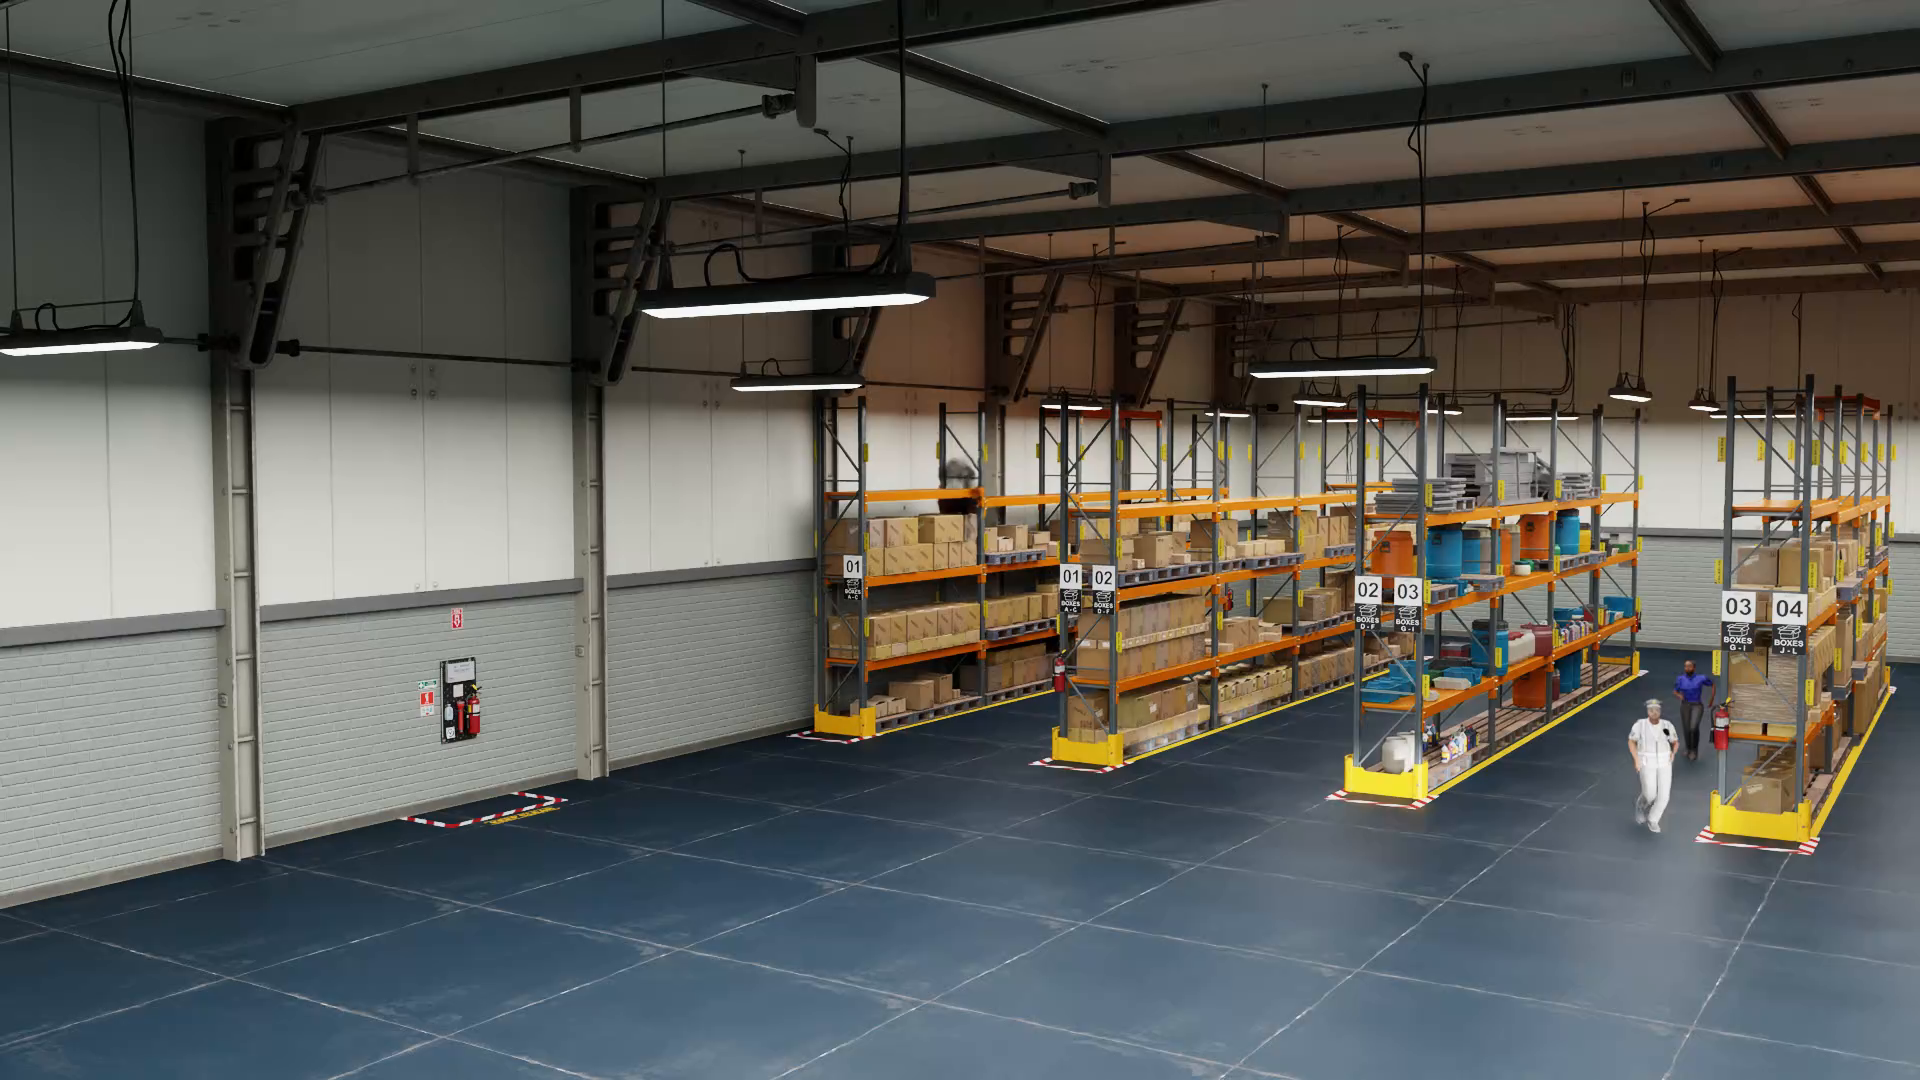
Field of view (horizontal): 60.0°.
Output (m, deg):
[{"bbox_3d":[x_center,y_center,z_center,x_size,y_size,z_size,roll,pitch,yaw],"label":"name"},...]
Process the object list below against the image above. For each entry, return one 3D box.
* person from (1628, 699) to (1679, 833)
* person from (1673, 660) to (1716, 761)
[{"bbox_3d":[9.230,2.978,22.066,0.622,1.737,0.533,1,3,11],"label":"person"},{"bbox_3d":[11.896,2.758,26.990,0.583,1.636,0.840,2,4,38],"label":"person"}]
